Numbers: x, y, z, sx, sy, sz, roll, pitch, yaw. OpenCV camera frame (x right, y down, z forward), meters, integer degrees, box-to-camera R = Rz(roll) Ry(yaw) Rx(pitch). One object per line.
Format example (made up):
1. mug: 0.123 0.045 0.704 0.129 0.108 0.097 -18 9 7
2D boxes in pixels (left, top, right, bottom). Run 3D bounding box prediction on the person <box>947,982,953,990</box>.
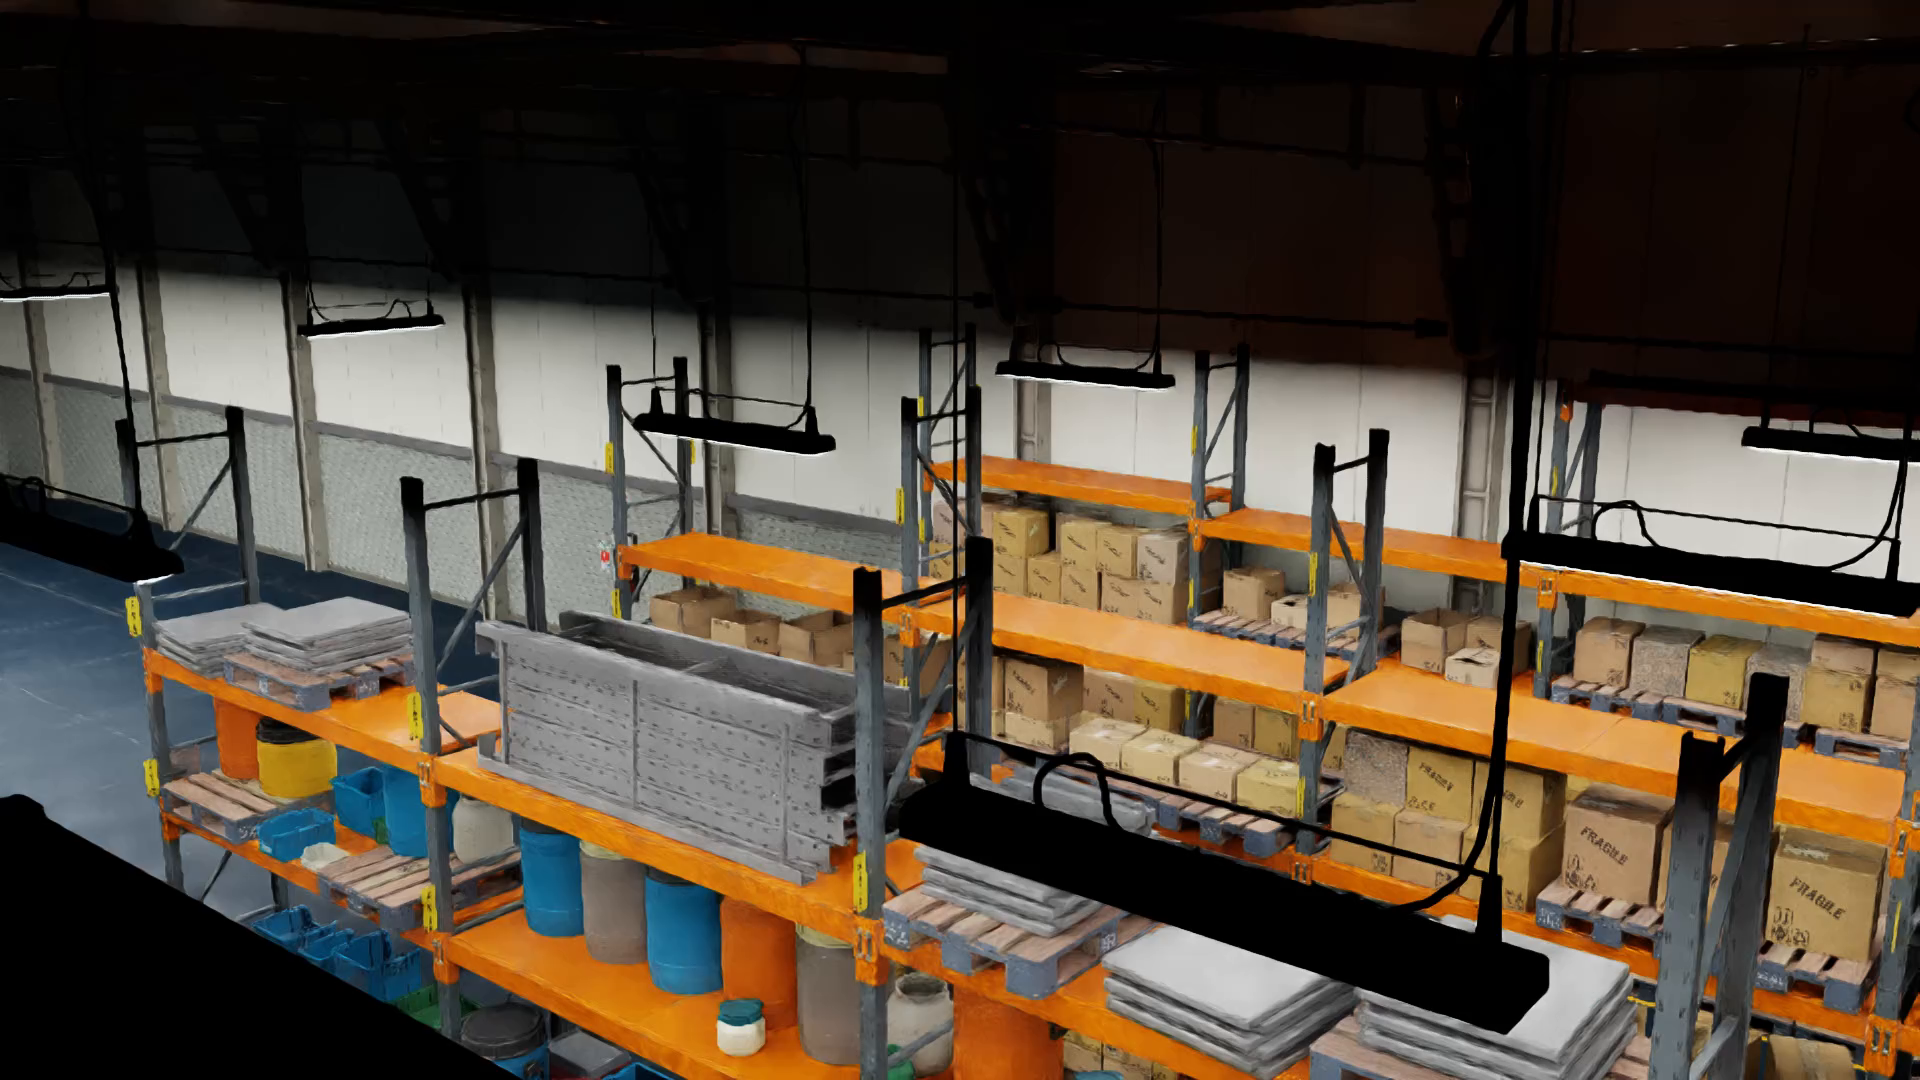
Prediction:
1. person: -0.140 4.241 13.848 0.526 1.710 0.352 3 13 12
